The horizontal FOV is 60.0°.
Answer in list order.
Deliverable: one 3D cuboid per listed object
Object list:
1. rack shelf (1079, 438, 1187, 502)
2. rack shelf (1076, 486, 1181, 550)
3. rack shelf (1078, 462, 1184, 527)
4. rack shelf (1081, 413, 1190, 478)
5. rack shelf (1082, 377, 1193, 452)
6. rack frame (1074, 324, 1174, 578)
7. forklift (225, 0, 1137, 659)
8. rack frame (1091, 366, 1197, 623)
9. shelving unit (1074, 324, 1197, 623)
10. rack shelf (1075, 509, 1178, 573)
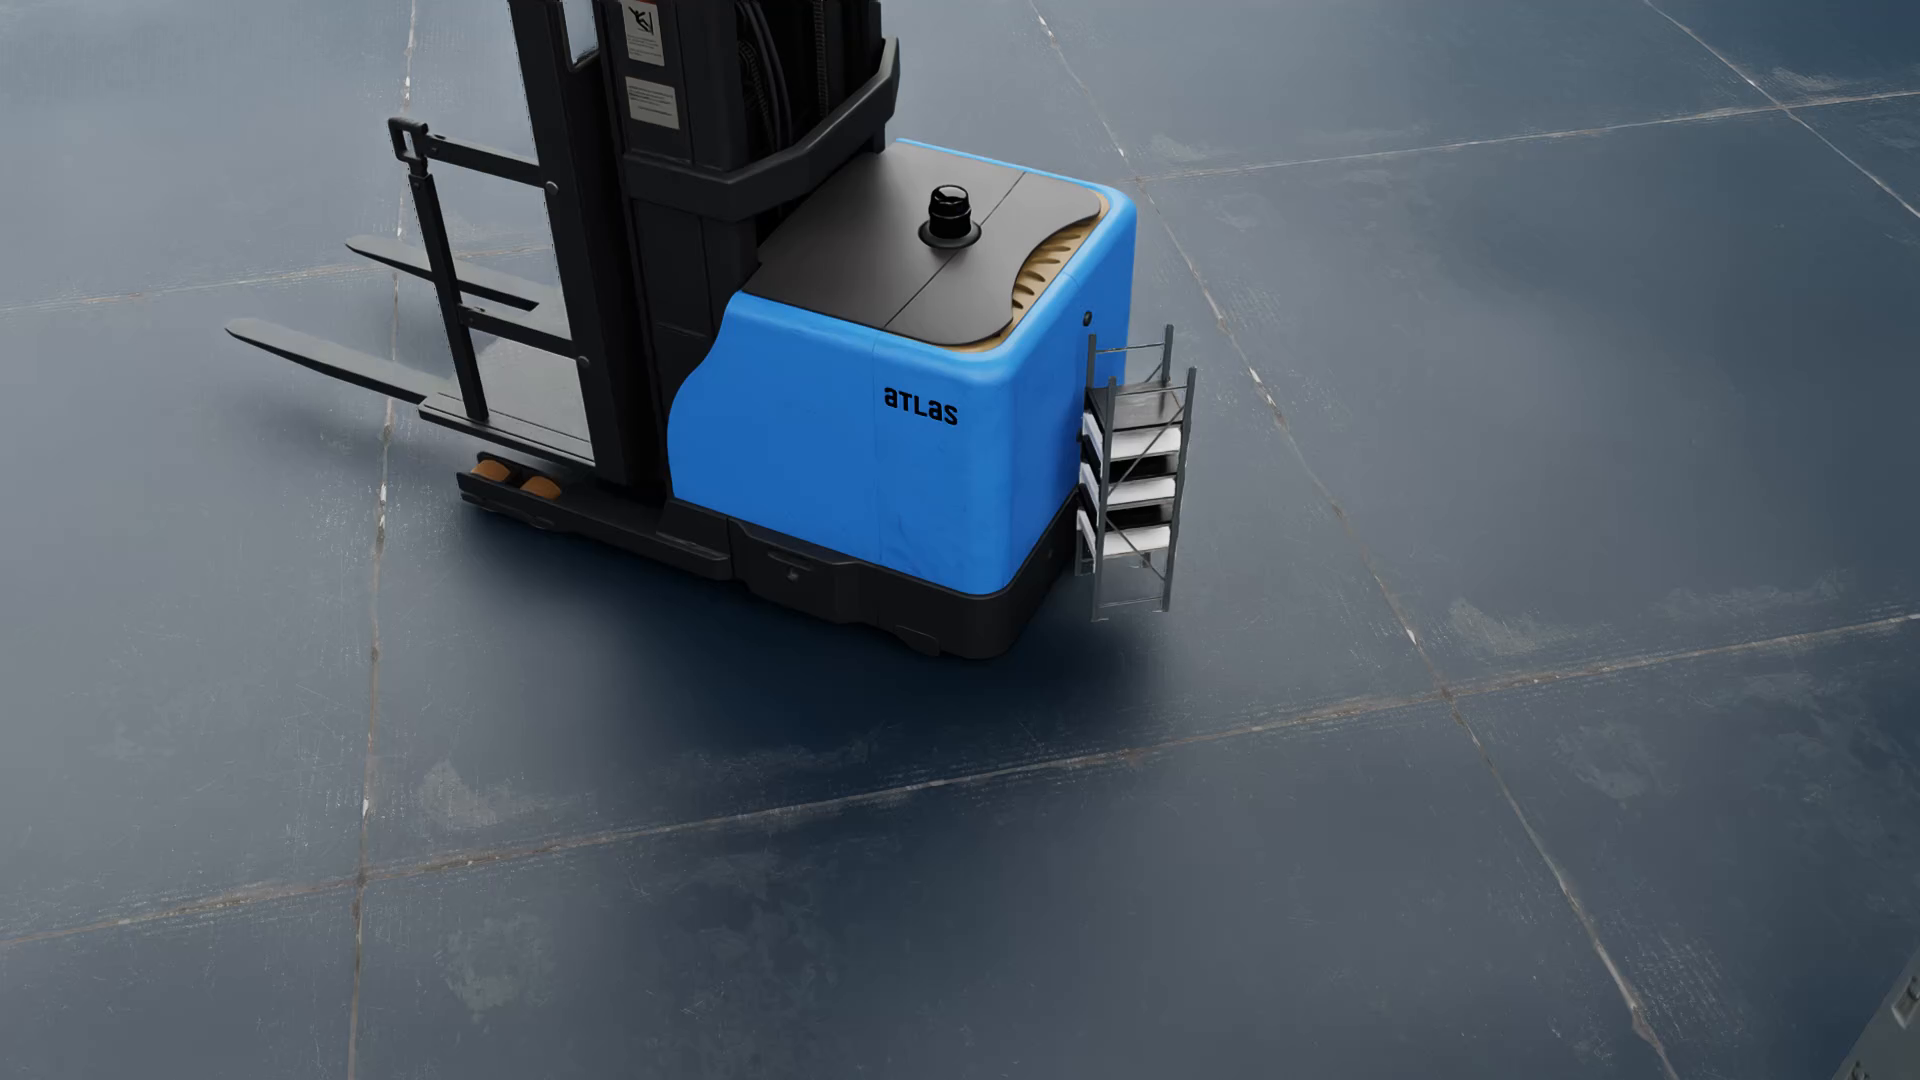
[{"bbox_3d":[0.489,-0.215,4.729,0.258,0.077,0.200,-8,42,-9],"label":"rack shelf"},{"bbox_3d":[0.489,-0.080,4.848,0.258,0.077,0.200,-8,42,-9],"label":"rack shelf"},{"bbox_3d":[0.489,-0.148,4.789,0.258,0.077,0.200,-8,42,-9],"label":"rack shelf"},{"bbox_3d":[0.489,-0.282,4.669,0.258,0.077,0.200,-8,42,-9],"label":"rack shelf"},{"bbox_3d":[0.489,-0.350,4.609,0.258,0.077,0.200,-8,42,-9],"label":"rack shelf"},{"bbox_3d":[0.469,-0.239,4.841,0.240,0.900,0.006,-8,42,-9],"label":"rack frame"},{"bbox_3d":[-1.033,-1.427,4.649,3.031,2.935,1.130,18,45,19],"label":"forklift"},{"bbox_3d":[0.510,-0.106,4.692,0.240,0.900,0.006,-8,42,-9],"label":"rack frame"},{"bbox_3d":[0.489,-0.173,4.767,0.258,0.900,0.210,-8,42,-9],"label":"shelving unit"},{"bbox_3d":[0.489,-0.013,4.908,0.258,0.077,0.200,-8,42,-9],"label":"rack shelf"}]
